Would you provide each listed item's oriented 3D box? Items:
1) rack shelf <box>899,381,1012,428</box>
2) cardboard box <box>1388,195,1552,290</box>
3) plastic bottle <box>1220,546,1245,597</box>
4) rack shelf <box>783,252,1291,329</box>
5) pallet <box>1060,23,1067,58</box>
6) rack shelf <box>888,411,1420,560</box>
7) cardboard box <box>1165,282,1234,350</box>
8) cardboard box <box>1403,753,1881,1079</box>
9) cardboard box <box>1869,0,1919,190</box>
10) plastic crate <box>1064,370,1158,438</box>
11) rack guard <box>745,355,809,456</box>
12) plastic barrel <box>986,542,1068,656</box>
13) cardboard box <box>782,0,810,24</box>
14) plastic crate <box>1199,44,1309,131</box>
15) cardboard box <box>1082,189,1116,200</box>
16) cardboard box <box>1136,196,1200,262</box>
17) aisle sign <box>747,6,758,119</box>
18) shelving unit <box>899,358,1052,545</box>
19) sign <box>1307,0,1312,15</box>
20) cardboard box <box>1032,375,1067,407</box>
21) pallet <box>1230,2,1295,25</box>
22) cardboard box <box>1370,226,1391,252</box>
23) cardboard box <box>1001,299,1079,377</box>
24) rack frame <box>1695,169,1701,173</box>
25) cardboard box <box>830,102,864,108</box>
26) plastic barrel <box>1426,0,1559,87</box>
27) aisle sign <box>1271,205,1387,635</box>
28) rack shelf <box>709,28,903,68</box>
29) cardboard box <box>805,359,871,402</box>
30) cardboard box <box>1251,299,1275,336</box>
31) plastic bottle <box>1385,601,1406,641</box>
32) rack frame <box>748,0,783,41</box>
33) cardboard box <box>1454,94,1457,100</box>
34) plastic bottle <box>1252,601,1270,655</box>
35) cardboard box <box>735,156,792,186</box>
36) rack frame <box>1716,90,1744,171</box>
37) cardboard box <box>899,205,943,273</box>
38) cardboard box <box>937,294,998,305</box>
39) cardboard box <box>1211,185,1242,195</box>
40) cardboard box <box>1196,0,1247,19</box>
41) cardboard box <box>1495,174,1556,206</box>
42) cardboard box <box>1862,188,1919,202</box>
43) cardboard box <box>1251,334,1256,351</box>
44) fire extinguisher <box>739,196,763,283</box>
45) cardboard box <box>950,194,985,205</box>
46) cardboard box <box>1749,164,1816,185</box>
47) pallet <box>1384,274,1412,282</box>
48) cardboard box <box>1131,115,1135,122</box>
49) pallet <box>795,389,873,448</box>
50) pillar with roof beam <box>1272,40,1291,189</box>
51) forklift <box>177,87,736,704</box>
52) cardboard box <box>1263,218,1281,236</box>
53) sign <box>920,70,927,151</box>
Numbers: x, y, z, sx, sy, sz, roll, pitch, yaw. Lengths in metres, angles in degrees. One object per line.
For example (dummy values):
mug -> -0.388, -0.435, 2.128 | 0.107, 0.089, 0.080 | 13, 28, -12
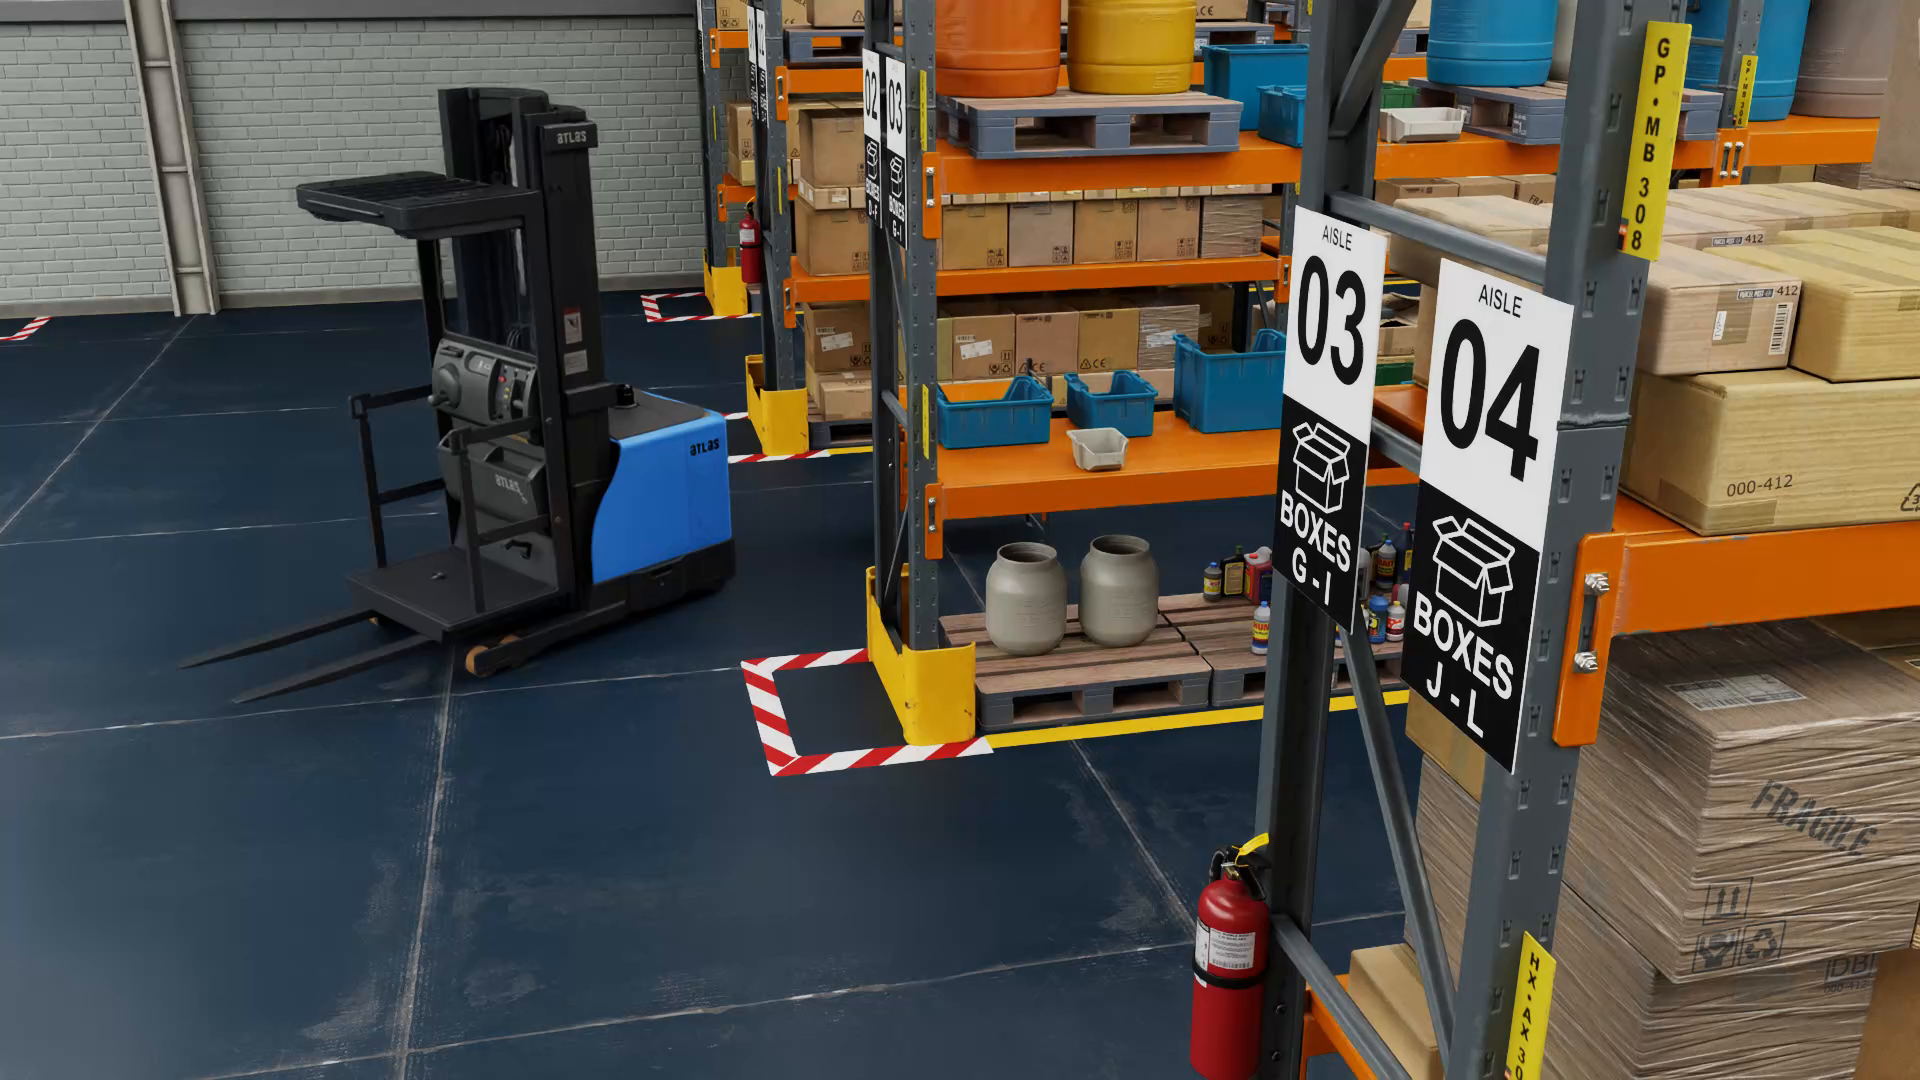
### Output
rack shelf -> 0.007, -0.804, 10.522 | 1.000, 0.278, 0.538 | -5, 21, -12
cardboard box -> 1.061, -0.583, 3.322 | 0.250, 0.149, 0.380 | -5, 21, -12
plastic bottle -> 1.518, 0.172, 9.293 | 0.133, 0.283, 0.061 | -4, 21, -11
rack shelf -> 0.533, -2.068, 13.145 | 4.000, 0.370, 1.077 | -5, 21, -12
pallet -> 0.470, -3.759, 12.484 | 1.213, 0.211, 1.003 | -5, 21, -12
rack shelf -> 1.669, -0.410, 8.618 | 4.000, 0.370, 1.077 | -5, 21, -12
cardboard box -> 1.956, -1.890, 13.911 | 0.500, 0.500, 0.500 | -5, 21, -12
cardboard box -> 1.404, 0.848, 3.561 | 0.500, 0.500, 0.875 | -5, 21, -12
cardboard box -> 2.312, -0.968, 3.432 | 0.500, 0.500, 0.500 | -5, 21, -12
plastic crate -> 0.774, -0.709, 8.604 | 0.408, 0.251, 0.499 | -5, 21, -12
rack guard -> -1.437, -1.072, 13.014 | 0.348, 0.500, 1.175 | -5, 21, -12
plastic barrel -> 0.345, 0.304, 8.630 | 0.421, 0.512, 0.421 | 0, 20, 0
cardboard box -> -1.643, -5.343, 16.505 | 0.500, 0.500, 0.500 | -3, 20, -9
plastic crate -> 1.509, -2.242, 8.236 | 0.575, 0.384, 0.392 | -5, 21, -12
cardboard box -> 1.028, -2.722, 12.797 | 0.250, 0.149, 0.380 | -4, 21, -11
cardboard box -> 1.537, -2.530, 13.215 | 0.500, 0.500, 0.700 | -5, 21, -13
aisle sign -> -1.545, -3.561, 12.396 | 0.004, 0.787, 0.394 | -5, 21, -12
shelving unit -> 0.007, -0.529, 10.623 | 1.048, 1.125, 0.538 | -5, 21, -12
sign -> 2.608, -4.067, 12.328 | 0.005, 0.325, 0.100 | -5, 21, -12
cardboard box -> 0.620, -1.240, 13.225 | 0.500, 0.250, 0.500 | -5, 21, -12
pallet -> 2.969, -5.639, 17.758 | 1.003, 0.211, 1.213 | -5, 21, -12
cardboard box -> 3.388, -2.448, 13.501 | 0.250, 0.149, 0.380 | -5, 21, -12
cardboard box -> 0.620, -1.591, 13.095 | 0.500, 0.500, 0.500 | -5, 21, -12
rack frame -> 9.121, -4.855, 19.708 | 0.127, 3.000, 1.000 | -5, 21, -12
cardboard box -> -1.036, -4.208, 17.040 | 0.500, 0.500, 0.500 | -5, 21, -14
plastic barrel -> 2.622, -2.704, 8.135 | 0.708, 0.901, 0.600 | -5, 21, -12
aisle sign -> 0.733, -0.247, 3.350 | 0.004, 0.787, 0.394 | -5, 21, -12
rack shelf -> -0.611, -5.134, 17.155 | 4.000, 0.370, 1.077 | -5, 21, -12
cardboard box -> -0.960, -1.295, 13.376 | 0.500, 0.250, 0.500 | -5, 21, -12
cardboard box -> 2.807, -1.862, 14.107 | 0.500, 0.311, 0.500 | -5, 21, -12
plastic bottle -> 2.286, 0.420, 8.736 | 0.097, 0.201, 0.097 | 0, 20, 0
rack frame -> -1.414, -5.064, 11.557 | 0.127, 3.000, 1.000 | -5, 21, -12
cardboard box -> 5.757, -5.039, 18.511 | 0.500, 0.250, 0.500 | -4, 21, -11
plastic bottle -> 1.559, 0.446, 8.563 | 0.097, 0.271, 0.097 | 0, 20, 0
cardboard box -> -2.009, -3.777, 16.952 | 0.500, 0.250, 0.500 | -5, 21, -14
rack frame -> 3.615, -0.906, 8.926 | 0.127, 3.000, 1.000 | -5, 21, -12
cardboard box -> -0.446, -2.370, 12.779 | 0.500, 0.500, 0.700 | -4, 21, -11
cardboard box -> 0.010, -1.732, 13.478 | 0.500, 0.500, 0.500 | -5, 21, -12
cardboard box -> 2.023, -2.803, 13.018 | 0.250, 0.149, 0.380 | -5, 21, -14
cardboard box -> 1.928, -4.331, 12.956 | 0.500, 0.500, 0.500 | -3, 20, -8
cardboard box -> 4.743, -2.789, 13.923 | 0.500, 0.500, 0.500 | -6, 21, -15
cardboard box -> 2.090, -0.628, 3.446 | 0.250, 0.149, 0.380 | -4, 21, -12
cardboard box -> 2.816, -1.600, 14.209 | 0.500, 0.250, 0.500 | -5, 21, -13
fire extinguisher -> -1.636, -2.357, 13.001 | 0.183, 0.674, 0.296 | -5, 21, -12
cardboard box -> 0.022, -2.640, 12.573 | 0.250, 0.149, 0.380 | -5, 21, -14
cardboard box -> 6.959, -3.212, 14.467 | 0.500, 0.500, 0.700 | -12, 24, -31
pallet -> 4.467, -3.168, 19.156 | 1.213, 0.211, 1.003 | -5, 21, -12
cardboard box -> 1.070, -3.103, 12.893 | 0.500, 0.500, 0.700 | -5, 21, -12
pallet -> -0.679, -1.013, 13.272 | 1.213, 0.211, 1.003 | -5, 21, -12
pillar with roof beam -> 4.755, -6.101, 14.387 | 0.400, 9.000, 9.100 | -5, 21, -12
forklift -> -2.715, -0.842, 8.853 | 1.130, 2.935, 3.031 | 17, 26, 39
cardboard box -> 3.534, -3.446, 18.856 | 0.500, 0.500, 0.700 | -5, 21, -13
sign -> -0.155, -1.817, 7.041 | 0.005, 0.325, 0.100 | -5, 21, -12
